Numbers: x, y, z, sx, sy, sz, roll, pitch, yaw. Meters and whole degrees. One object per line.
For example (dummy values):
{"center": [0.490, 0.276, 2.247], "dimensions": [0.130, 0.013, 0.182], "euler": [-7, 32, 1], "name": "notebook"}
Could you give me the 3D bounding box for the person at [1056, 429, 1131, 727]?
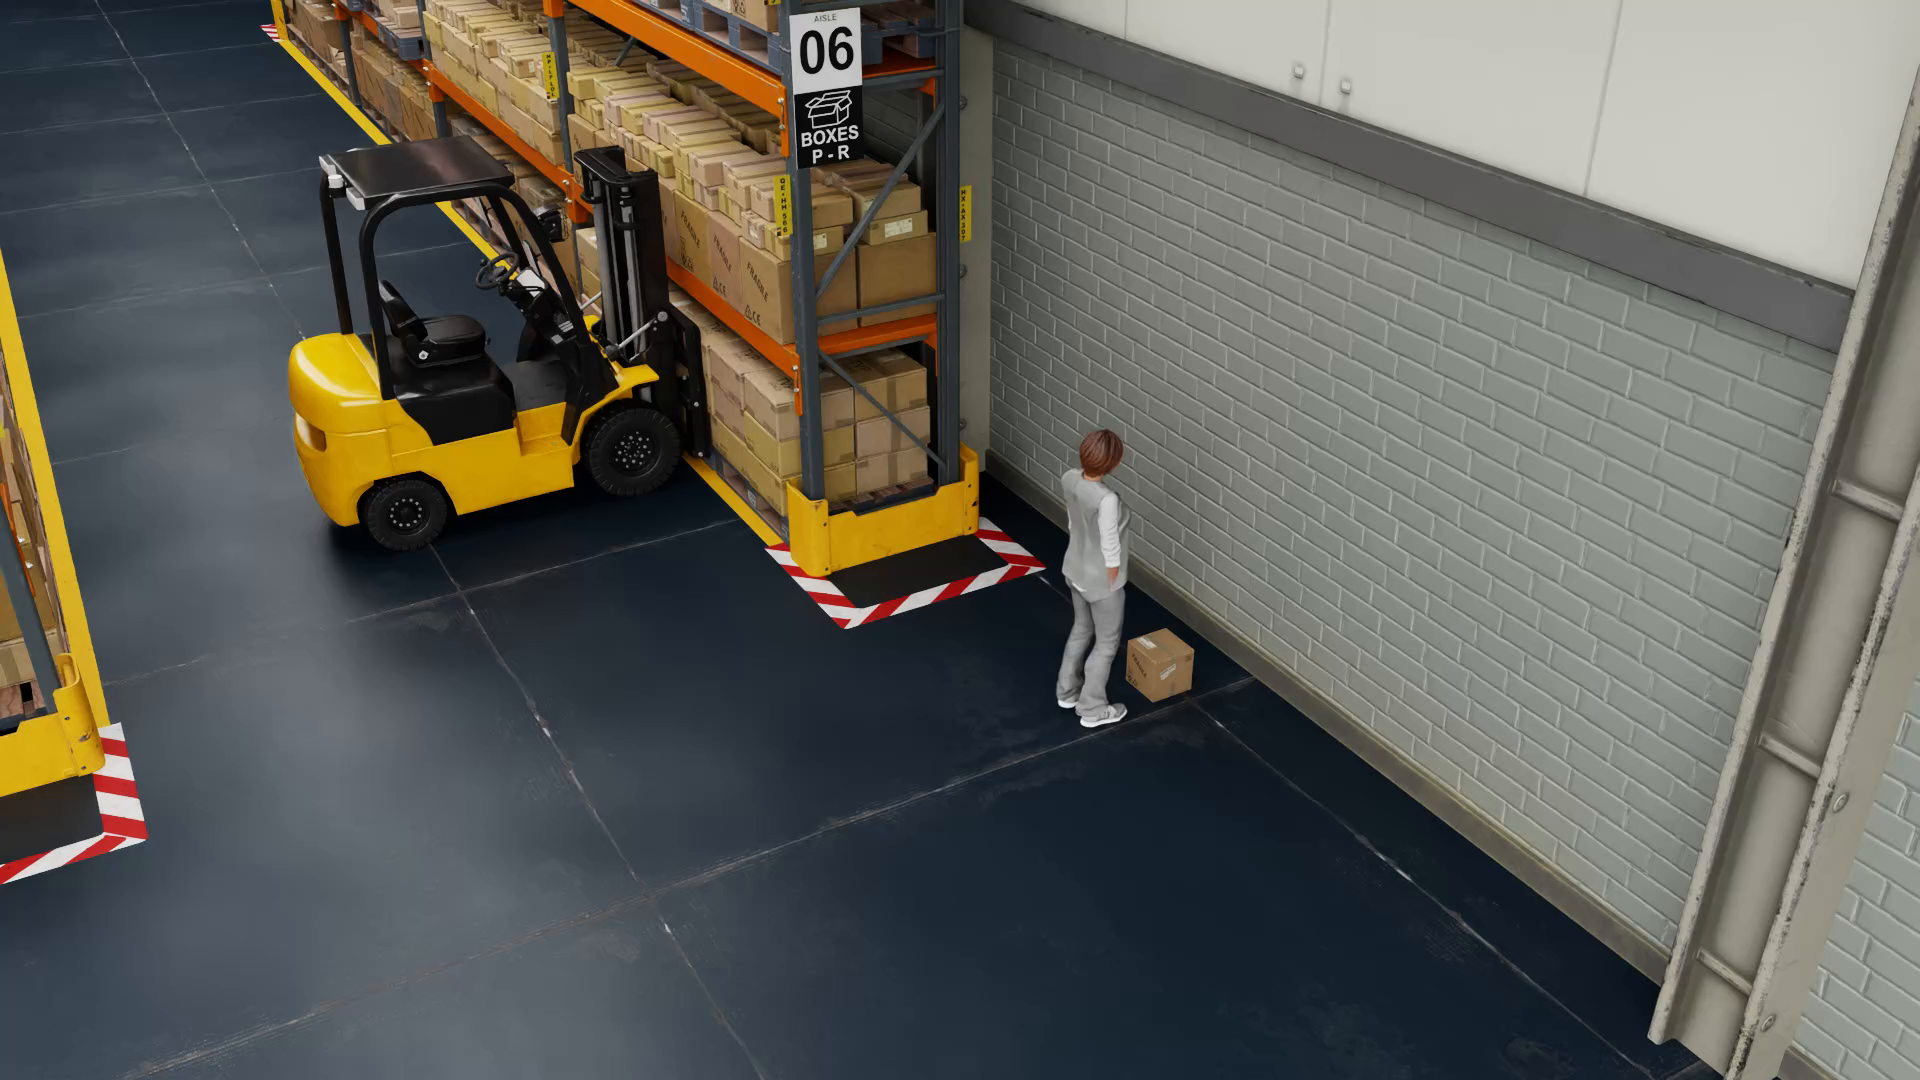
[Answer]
{"center": [0.660, 0.191, 8.252], "dimensions": [0.301, 1.573, 0.407], "euler": [-15, 33, -25], "name": "person"}
